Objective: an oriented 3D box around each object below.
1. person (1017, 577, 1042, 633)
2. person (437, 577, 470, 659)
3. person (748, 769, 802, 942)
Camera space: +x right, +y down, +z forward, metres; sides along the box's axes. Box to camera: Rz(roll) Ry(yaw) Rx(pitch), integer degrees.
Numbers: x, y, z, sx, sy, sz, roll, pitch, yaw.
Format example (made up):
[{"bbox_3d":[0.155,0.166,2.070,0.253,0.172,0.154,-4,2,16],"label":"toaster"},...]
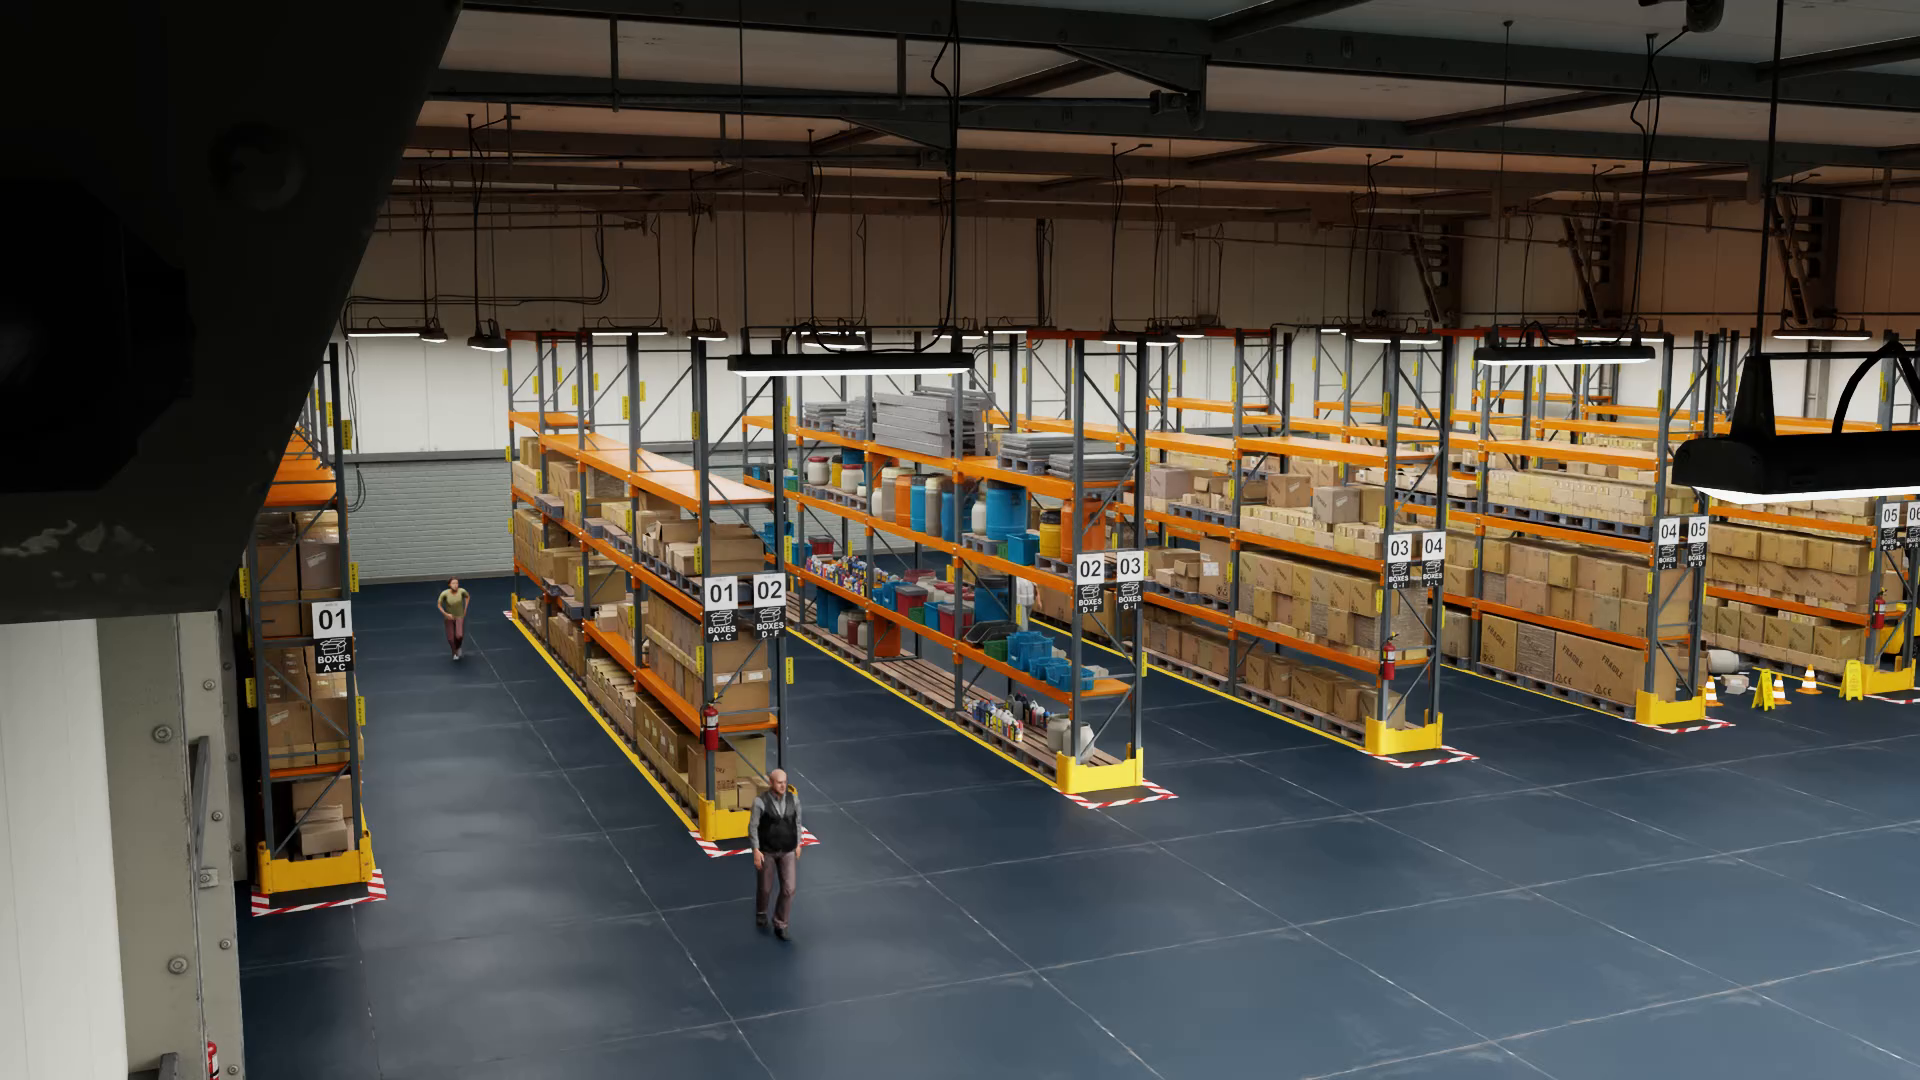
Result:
[{"bbox_3d":[1.237,1.173,31.572,0.549,1.710,1.067,-4,9,-26],"label":"person"},{"bbox_3d":[-9.243,1.426,30.393,0.564,1.579,0.681,-2,8,-14],"label":"person"},{"bbox_3d":[-1.876,3.209,17.040,0.607,1.742,0.658,-4,9,-28],"label":"person"}]
